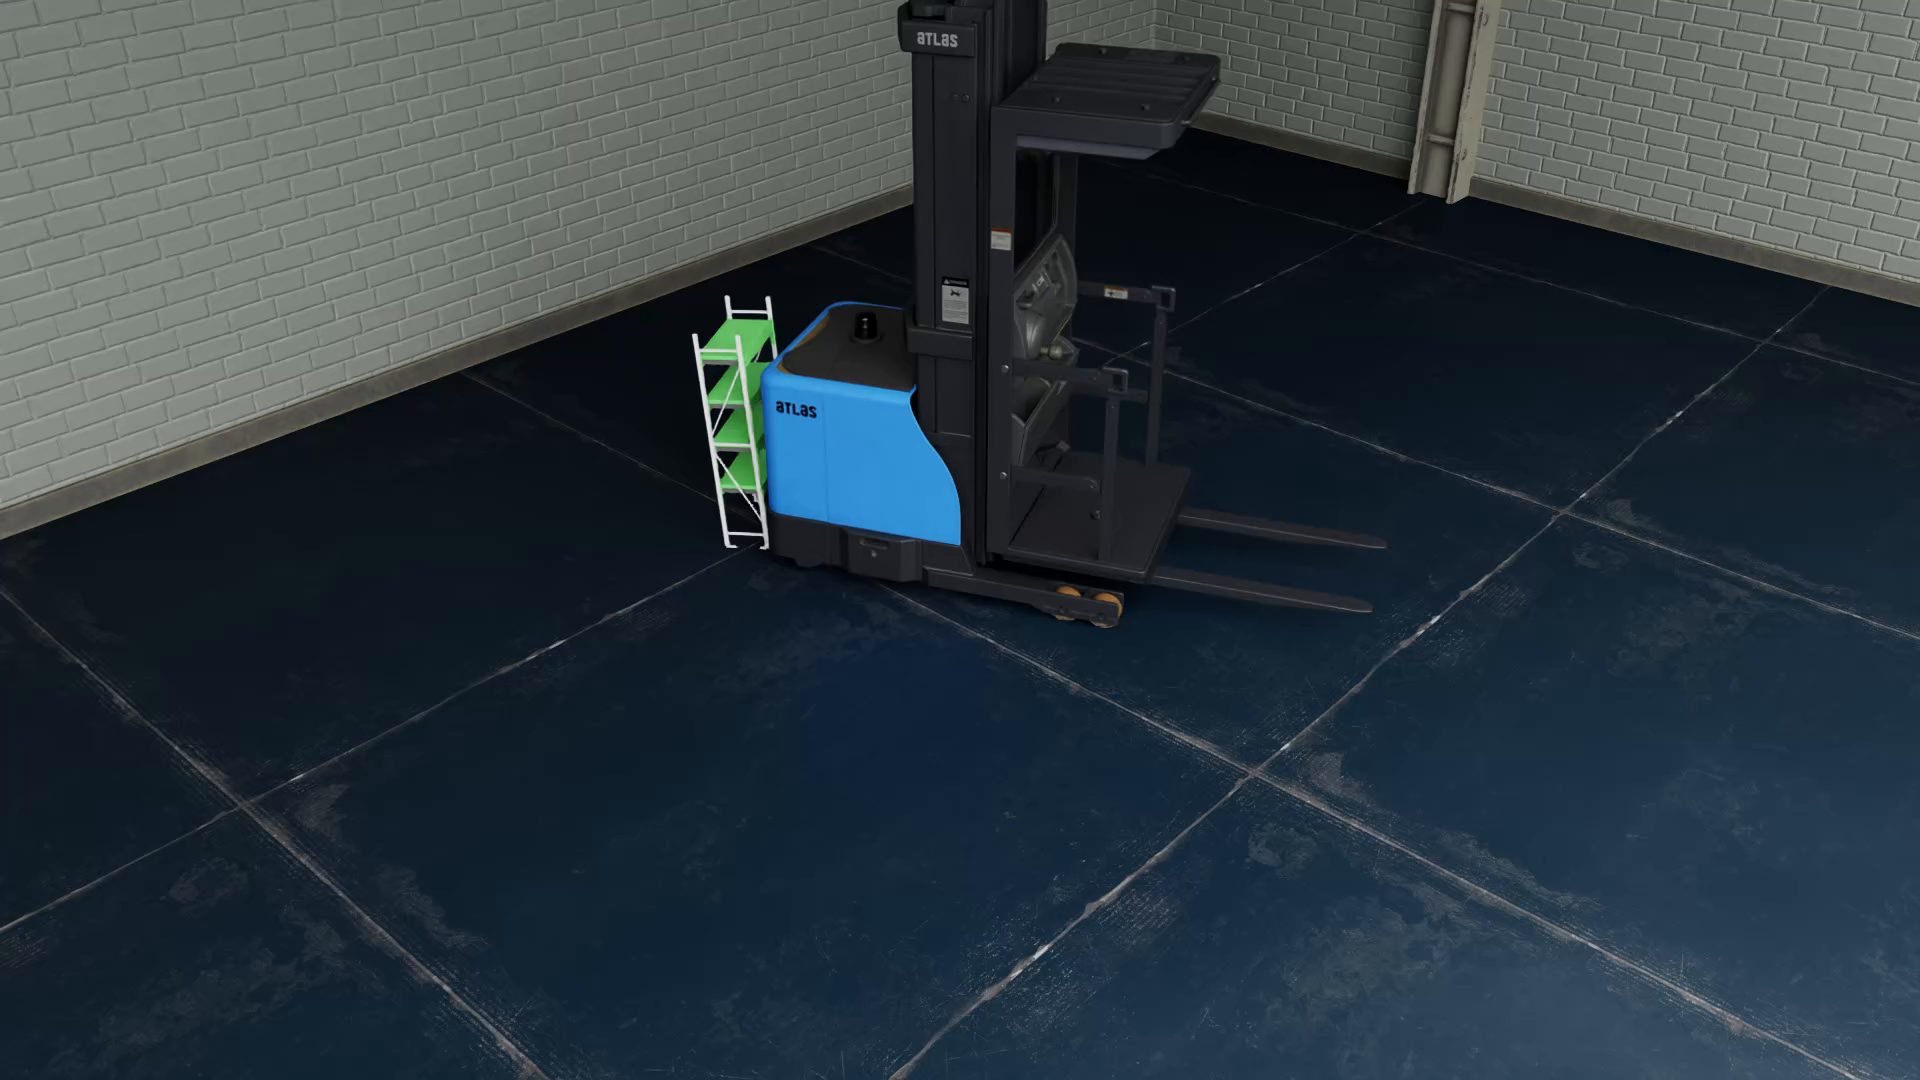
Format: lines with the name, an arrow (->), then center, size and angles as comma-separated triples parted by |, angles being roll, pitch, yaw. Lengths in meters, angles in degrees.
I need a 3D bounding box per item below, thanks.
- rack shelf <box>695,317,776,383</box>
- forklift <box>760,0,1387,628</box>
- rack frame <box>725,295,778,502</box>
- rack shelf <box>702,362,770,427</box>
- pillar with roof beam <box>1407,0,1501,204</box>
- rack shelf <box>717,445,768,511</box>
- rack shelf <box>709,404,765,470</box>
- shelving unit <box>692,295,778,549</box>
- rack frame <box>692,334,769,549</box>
rack shelf -> -1.122, -0.959, 8.360 | 0.258, 0.148, 0.480 | 3, 31, 12
forklift -> 0.592, -1.138, 7.799 | 3.031, 2.935, 1.130 | 10, 32, 16
rack frame -> -1.045, -0.724, 8.773 | 0.240, 1.200, 0.015 | 3, 31, 12
rack shelf -> -1.106, -0.753, 8.480 | 0.258, 0.148, 0.480 | 3, 31, 12
pillar with roof beam -> 0.959, -4.997, 8.326 | 0.400, 9.000, 9.100 | 25, 39, 35
rack shelf -> -1.075, -0.339, 8.721 | 0.258, 0.148, 0.480 | 3, 31, 12
rack shelf -> -1.091, -0.546, 8.601 | 0.258, 0.148, 0.480 | 3, 31, 12
shelving unit -> -1.095, -0.601, 8.569 | 0.258, 1.200, 0.503 | 3, 31, 12
rack frame -> -1.145, -0.478, 8.364 | 0.240, 1.200, 0.015 | 3, 31, 12
